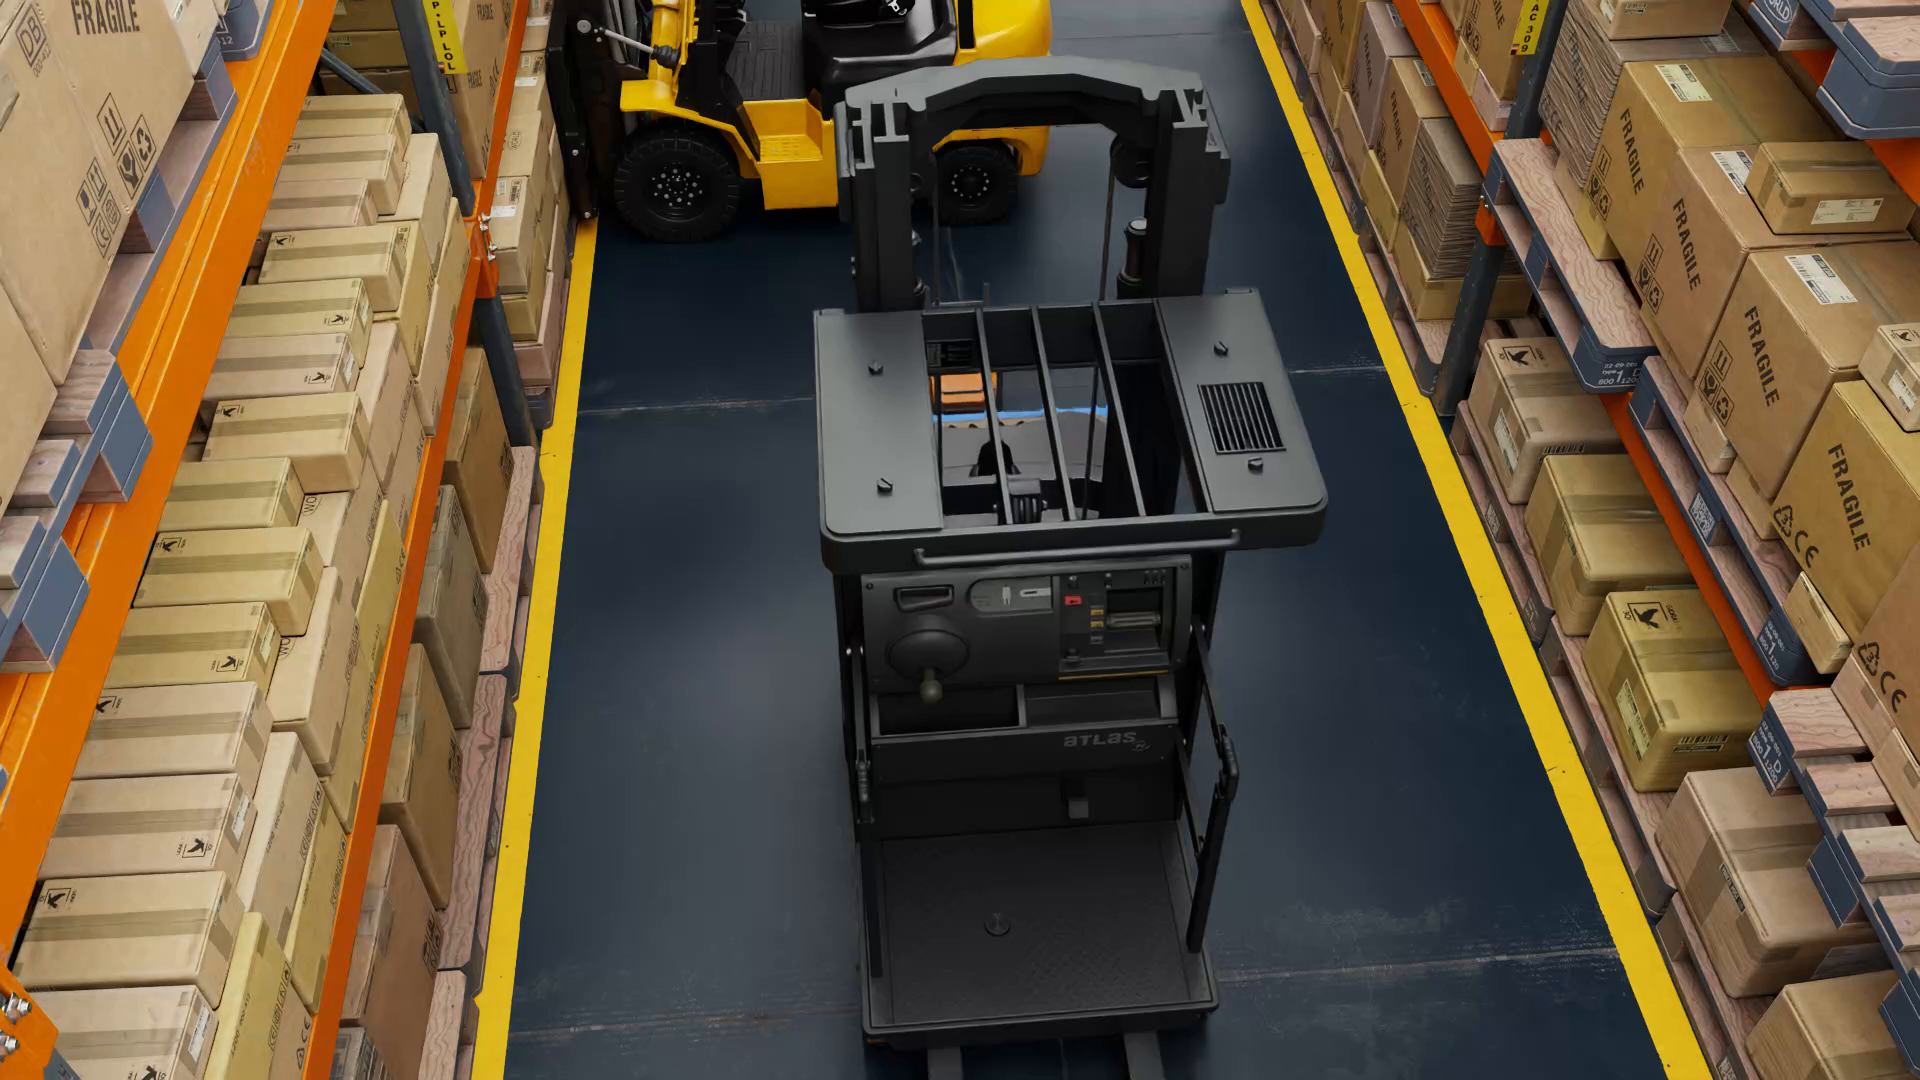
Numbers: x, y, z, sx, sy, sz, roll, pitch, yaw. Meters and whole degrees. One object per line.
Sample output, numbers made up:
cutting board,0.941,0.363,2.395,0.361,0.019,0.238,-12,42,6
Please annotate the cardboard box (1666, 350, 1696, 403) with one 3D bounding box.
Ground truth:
cardboard box,2.464,-0.539,5.215,0.380,0.149,0.250,-3,47,-3

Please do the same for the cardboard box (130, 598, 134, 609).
cardboard box,-2.388,0.388,4.212,0.500,0.250,0.500,-4,47,-4

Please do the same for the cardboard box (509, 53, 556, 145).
cardboard box,-2.138,-1.987,7.618,0.500,0.250,0.500,-2,47,-2

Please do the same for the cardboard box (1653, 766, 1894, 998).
cardboard box,2.849,1.061,5.336,0.950,0.372,0.625,-4,47,-4

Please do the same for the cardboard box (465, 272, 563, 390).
cardboard box,-2.035,-0.914,7.291,0.500,0.250,0.500,-3,47,-3

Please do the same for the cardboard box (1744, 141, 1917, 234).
cardboard box,2.502,-1.012,4.769,0.380,0.149,0.250,-1,47,-1

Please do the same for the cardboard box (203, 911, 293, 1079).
cardboard box,-1.758,1.091,3.546,0.500,0.250,0.500,-4,47,-3

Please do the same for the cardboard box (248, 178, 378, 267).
cardboard box,-2.067,-1.003,5.255,0.380,0.149,0.250,-4,47,-3

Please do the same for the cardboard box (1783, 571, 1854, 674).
cardboard box,2.484,0.214,4.502,0.380,0.149,0.250,-3,47,-3

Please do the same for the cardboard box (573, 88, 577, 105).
cardboard box,-2.174,-2.020,8.338,0.500,0.250,0.500,-2,47,-2

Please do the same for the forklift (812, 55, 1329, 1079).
forklift,0.211,0.343,4.543,1.130,2.935,3.031,-4,47,-3

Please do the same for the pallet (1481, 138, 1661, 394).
pallet,2.541,-1.022,5.920,1.003,0.211,1.213,-3,47,-3

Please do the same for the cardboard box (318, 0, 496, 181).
cardboard box,-2.101,-1.716,6.377,0.500,0.500,0.500,-5,47,-4

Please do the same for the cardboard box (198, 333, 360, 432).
cardboard box,-1.938,-0.446,4.727,0.380,0.149,0.250,-3,47,-3

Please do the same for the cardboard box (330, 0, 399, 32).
cardboard box,-2.055,-1.953,5.950,0.380,0.149,0.250,-3,47,-2

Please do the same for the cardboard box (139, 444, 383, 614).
cardboard box,-1.918,-0.017,4.596,0.500,0.250,0.500,-3,47,-3

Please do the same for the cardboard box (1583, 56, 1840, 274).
cardboard box,2.418,-1.211,5.405,0.500,0.500,0.500,-3,47,-3

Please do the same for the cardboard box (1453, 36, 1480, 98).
cardboard box,2.263,-1.957,6.847,0.380,0.149,0.250,-3,47,-2

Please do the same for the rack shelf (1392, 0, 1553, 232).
rack shelf,2.454,-2.849,8.014,1.077,0.370,4.000,-3,47,-3

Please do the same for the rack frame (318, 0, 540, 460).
rack frame,-2.324,-1.345,6.094,1.000,3.000,0.127,-3,47,-3

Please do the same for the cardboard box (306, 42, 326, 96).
cardboard box,-2.631,-1.688,6.350,0.500,0.500,0.500,-4,47,-4

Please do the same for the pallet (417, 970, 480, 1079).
pallet,-2.019,1.910,4.932,1.003,0.211,1.213,-3,47,-3

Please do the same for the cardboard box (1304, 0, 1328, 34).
cardboard box,2.129,-3.005,8.754,0.500,0.500,0.500,-5,47,-5

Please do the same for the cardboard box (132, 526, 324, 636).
cardboard box,-1.841,0.110,4.201,0.380,0.149,0.250,-3,47,-2

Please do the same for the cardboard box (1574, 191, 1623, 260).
cardboard box,2.365,-1.107,5.753,0.380,0.149,0.250,-3,47,-2

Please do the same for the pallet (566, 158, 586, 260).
pallet,-2.454,-1.849,8.492,1.003,0.211,1.213,-3,47,-3

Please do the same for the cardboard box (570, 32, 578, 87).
cardboard box,-2.212,-2.541,8.487,0.500,0.250,0.500,-4,47,-4

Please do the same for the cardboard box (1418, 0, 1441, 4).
cardboard box,2.203,-2.512,7.373,0.380,0.149,0.250,-4,47,-4

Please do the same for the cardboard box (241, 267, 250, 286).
cardboard box,-2.505,-0.718,5.260,0.500,0.250,0.500,-4,47,-4

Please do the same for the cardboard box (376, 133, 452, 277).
cardboard box,-2.028,-1.126,5.646,0.500,0.250,0.500,-4,47,-4

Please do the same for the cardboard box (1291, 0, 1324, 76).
cardboard box,2.114,-2.772,9.051,0.500,0.250,0.500,-2,47,-2

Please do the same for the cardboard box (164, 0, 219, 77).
cardboard box,-1.865,-1.134,3.643,0.380,0.149,0.250,-4,47,-4

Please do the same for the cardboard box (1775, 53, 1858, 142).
cardboard box,2.932,-1.252,5.443,0.500,0.500,0.500,-3,47,-3

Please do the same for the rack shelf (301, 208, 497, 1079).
rack shelf,-2.157,0.349,4.985,1.077,0.370,4.000,-3,47,-3

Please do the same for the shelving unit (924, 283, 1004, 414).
shelving unit,0.008,-0.346,6.387,0.258,1.200,0.503,-4,47,-3

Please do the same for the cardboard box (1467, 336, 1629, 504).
cardboard box,2.668,-0.511,6.825,0.950,0.372,0.625,-3,47,-3

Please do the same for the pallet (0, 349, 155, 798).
pallet,-2.135,0.097,2.793,1.213,0.211,1.003,-2,47,-1

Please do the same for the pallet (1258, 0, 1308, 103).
pallet,2.326,-2.940,9.525,1.003,0.211,1.213,-3,47,-3

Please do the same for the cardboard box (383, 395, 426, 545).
cardboard box,-1.963,-0.220,5.132,0.500,0.250,0.500,-3,47,-3

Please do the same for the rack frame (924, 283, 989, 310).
rack frame,-0.013,-0.522,6.555,0.240,1.200,0.015,-4,47,-3

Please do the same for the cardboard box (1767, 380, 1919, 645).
cardboard box,2.544,-0.087,4.340,0.500,0.500,0.500,-6,47,-6

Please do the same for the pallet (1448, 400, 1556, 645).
pallet,2.688,-0.127,6.862,1.003,0.211,1.213,-3,47,-3

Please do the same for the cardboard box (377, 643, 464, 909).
cardboard box,-2.147,0.810,5.400,0.875,0.625,0.625,-5,47,-5

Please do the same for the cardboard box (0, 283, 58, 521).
cardboard box,-1.807,-0.235,2.550,0.500,0.500,0.500,-3,47,-3

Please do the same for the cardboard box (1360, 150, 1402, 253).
cardboard box,2.250,-1.644,7.982,0.500,0.250,0.500,-5,47,-4

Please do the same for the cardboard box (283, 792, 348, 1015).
cardboard box,-1.820,0.901,4.071,0.500,0.250,0.500,-4,47,-4

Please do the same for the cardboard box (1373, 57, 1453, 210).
cardboard box,2.260,-1.886,7.695,0.500,0.500,0.500,-3,47,-3

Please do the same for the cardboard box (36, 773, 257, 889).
cardboard box,-1.793,0.666,3.675,0.380,0.149,0.250,-2,47,-2

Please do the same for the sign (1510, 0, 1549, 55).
sign,2.082,-1.909,6.032,0.100,0.325,0.005,-3,47,-3

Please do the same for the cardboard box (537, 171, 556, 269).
cardboard box,-2.101,-1.449,7.453,0.500,0.250,0.500,-4,47,-4
